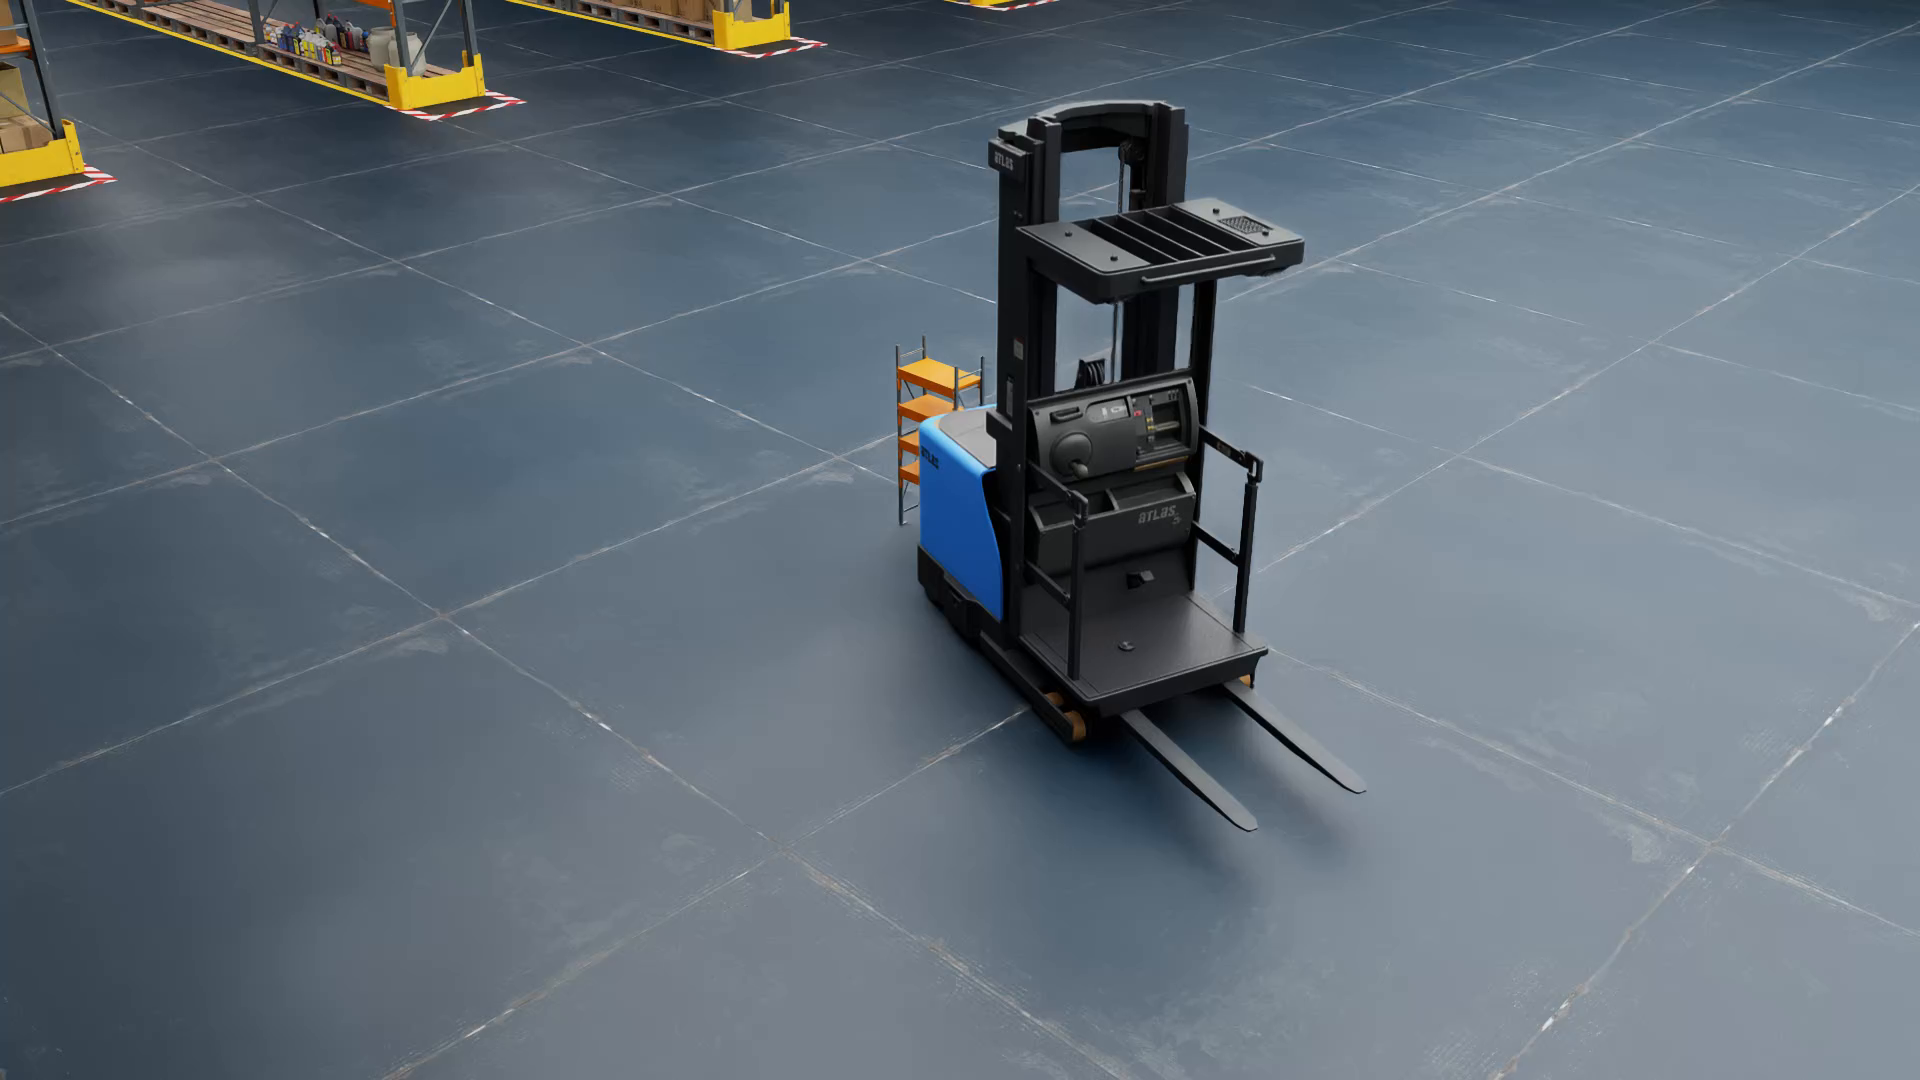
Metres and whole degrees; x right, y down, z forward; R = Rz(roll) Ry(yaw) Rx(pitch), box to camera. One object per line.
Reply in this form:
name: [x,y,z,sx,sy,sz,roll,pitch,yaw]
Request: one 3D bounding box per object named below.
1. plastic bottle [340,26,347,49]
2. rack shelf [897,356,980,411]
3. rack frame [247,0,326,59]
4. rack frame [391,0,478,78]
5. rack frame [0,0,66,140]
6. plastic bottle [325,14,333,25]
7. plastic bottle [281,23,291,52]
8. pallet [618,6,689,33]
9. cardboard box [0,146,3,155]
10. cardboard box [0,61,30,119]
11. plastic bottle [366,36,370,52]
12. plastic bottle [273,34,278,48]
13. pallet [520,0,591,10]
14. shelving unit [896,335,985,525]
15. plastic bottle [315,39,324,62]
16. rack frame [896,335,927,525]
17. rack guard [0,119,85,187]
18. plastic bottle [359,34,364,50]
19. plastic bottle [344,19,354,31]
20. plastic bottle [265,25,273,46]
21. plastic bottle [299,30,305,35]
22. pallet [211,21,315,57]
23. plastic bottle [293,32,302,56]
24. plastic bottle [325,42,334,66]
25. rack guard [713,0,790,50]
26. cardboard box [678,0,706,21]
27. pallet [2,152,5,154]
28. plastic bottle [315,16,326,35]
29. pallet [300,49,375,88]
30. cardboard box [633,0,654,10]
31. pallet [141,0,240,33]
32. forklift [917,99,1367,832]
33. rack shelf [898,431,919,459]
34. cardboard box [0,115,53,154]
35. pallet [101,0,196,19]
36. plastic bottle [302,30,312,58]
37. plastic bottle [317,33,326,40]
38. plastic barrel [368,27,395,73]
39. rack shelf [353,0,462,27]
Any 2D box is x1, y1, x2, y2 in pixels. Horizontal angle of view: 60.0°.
plastic bottle: [-8.254,-6.743,22.297,0.133,0.283,0.061,25,36,38]
rack shelf: [-0.118,-0.933,9.891,0.480,0.148,0.258,25,36,38]
rack frame: [-9.229,-8.076,22.386,0.127,3.000,1.000,25,36,38]
rack frame: [-6.377,-6.771,19.903,0.127,3.000,1.000,25,36,38]
rack frame: [-9.852,-5.128,16.780,0.127,3.000,1.000,25,36,38]
plastic bottle: [-8.568,-6.984,22.682,0.185,0.351,0.144,23,36,37]
plastic bottle: [-8.944,-6.697,22.137,0.144,0.351,0.185,-24,36,-38]
pallet: [-4.379,-7.880,25.009,1.213,0.211,1.003,25,36,38]
cardboard box: [-10.442,-4.174,17.468,0.500,0.250,0.500,25,36,38]
cardboard box: [-10.436,-4.840,17.929,0.500,0.500,0.500,25,36,38]
plastic bottle: [-7.837,-6.599,22.110,0.097,0.201,0.097,0,28,0]
plastic bottle: [-9.164,-6.716,22.334,0.097,0.201,0.097,0,28,0]
pallet: [-6.313,-8.739,26.643,1.213,0.211,1.003,25,36,38]
shelving unit: [-0.118,-0.585,10.073,0.503,1.200,0.258,25,36,38]
plastic bottle: [-8.253,-6.350,21.558,0.135,0.276,0.152,23,36,37]
rack frame: [-0.292,-0.665,10.225,0.015,1.200,0.240,25,36,38]
rack guard: [-9.835,-4.014,17.346,0.348,0.500,1.175,25,36,38]
plastic bottle: [-7.984,-6.666,22.238,0.097,0.201,0.097,0,28,0]
plastic bottle: [-8.200,-6.816,22.362,0.185,0.351,0.144,24,36,38]
plastic bottle: [-9.309,-6.814,22.444,0.097,0.271,0.097,0,28,0]
plastic bottle: [-8.756,-6.655,22.142,0.097,0.271,0.097,0,28,0]
pallet: [-9.816,-7.085,23.497,1.213,0.211,1.003,25,36,38]
plastic bottle: [-8.721,-6.538,21.907,0.061,0.283,0.133,-23,36,-37]
plastic bottle: [-8.090,-6.249,21.357,0.061,0.283,0.133,-24,36,-38]
rack guard: [-2.958,-7.333,23.658,0.348,0.500,1.175,25,36,38]
cardboard box: [-3.788,-7.887,24.261,0.500,0.500,0.500,-15,31,-27]
pallet: [-10.427,-4.130,17.877,1.213,0.211,1.003,25,36,38]
plastic bottle: [-8.669,-6.936,22.591,0.185,0.351,0.144,25,36,38]
pallet: [-7.905,-6.211,21.834,1.213,0.211,1.003,25,36,38]
cardboard box: [-4.588,-8.294,25.036,0.500,0.500,0.500,21,34,34]
pallet: [-11.556,-7.881,25.011,1.213,0.211,1.003,25,36,38]
forklift: [0.876,-0.514,8.078,1.130,2.935,3.031,-13,31,-24]
rack shelf: [-0.118,-0.526,10.105,0.480,0.148,0.258,25,36,38]
cardboard box: [-10.078,-4.346,17.795,0.500,0.250,0.500,25,36,38]
pallet: [-12.673,-8.390,25.980,1.213,0.211,1.003,25,36,38]
plastic bottle: [-8.506,-6.497,21.756,0.185,0.351,0.144,24,36,38]
plastic bottle: [-8.421,-6.521,21.882,0.135,0.276,0.152,25,36,38]
plastic barrel: [-7.257,-6.208,21.056,0.421,0.512,0.421,0,28,0]
rack shelf: [-7.803,-7.105,21.312,4.000,0.370,1.077,25,36,38]
